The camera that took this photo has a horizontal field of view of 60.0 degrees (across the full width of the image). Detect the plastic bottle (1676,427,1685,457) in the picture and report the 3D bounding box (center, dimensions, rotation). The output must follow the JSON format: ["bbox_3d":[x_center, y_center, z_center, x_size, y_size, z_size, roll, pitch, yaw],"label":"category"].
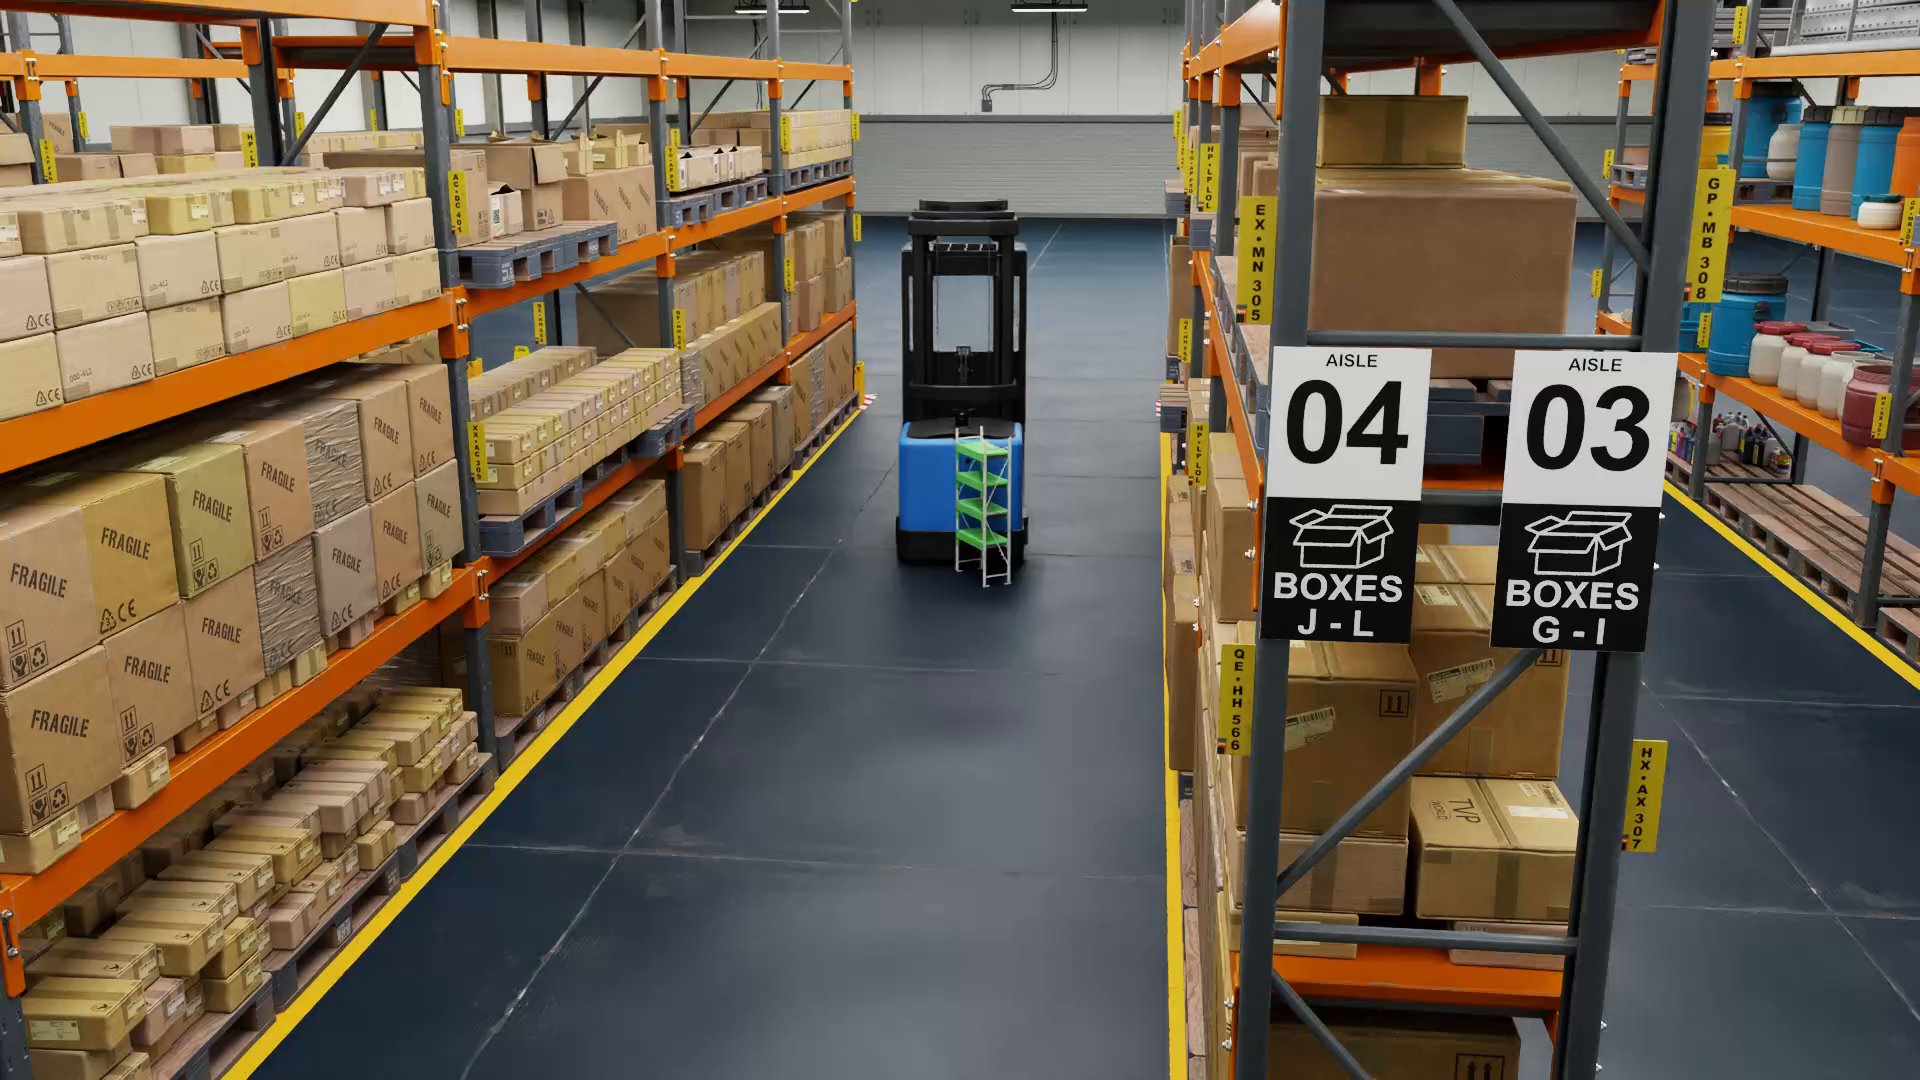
[{"bbox_3d":[7.366,-1.000,16.976,0.061,0.283,0.133,3,15,10],"label":"plastic bottle"}]

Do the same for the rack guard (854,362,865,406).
[{"bbox_3d":[-1.803,-1.986,21.047,1.175,0.500,0.348,2,15,6],"label":"rack guard"}]

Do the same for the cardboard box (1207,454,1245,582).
[{"bbox_3d":[1.386,-0.090,7.531,0.500,0.500,0.500,2,15,6],"label":"cardboard box"}]

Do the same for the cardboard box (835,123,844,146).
[{"bbox_3d":[-1.640,-4.691,19.240,0.500,0.250,0.500,2,15,6],"label":"cardboard box"}]

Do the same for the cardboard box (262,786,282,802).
[{"bbox_3d":[-3.537,1.314,8.144,0.380,0.149,0.250,2,15,9],"label":"cardboard box"}]

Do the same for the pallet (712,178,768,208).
[{"bbox_3d":[-2.311,-3.265,15.610,0.805,0.209,1.217,1,15,4],"label":"pallet"}]

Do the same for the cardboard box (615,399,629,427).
[{"bbox_3d":[-2.455,-0.860,11.203,0.380,0.149,0.250,2,15,8],"label":"cardboard box"}]

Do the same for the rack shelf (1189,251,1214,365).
[{"bbox_3d":[1.983,-1.521,10.171,1.077,0.370,4.000,2,15,6],"label":"rack shelf"}]

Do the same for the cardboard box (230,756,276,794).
[{"bbox_3d":[-3.591,1.165,8.126,0.380,0.149,0.250,2,15,7],"label":"cardboard box"}]

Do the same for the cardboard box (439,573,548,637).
[{"bbox_3d":[-2.814,0.384,10.041,0.500,0.250,0.500,1,15,4],"label":"cardboard box"}]

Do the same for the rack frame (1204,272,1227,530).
[{"bbox_3d":[1.757,0.099,8.551,1.000,3.000,0.127,2,15,6],"label":"rack frame"}]

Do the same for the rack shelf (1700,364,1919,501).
[{"bbox_3d":[7.356,-0.964,13.860,1.077,0.370,4.000,2,15,6],"label":"rack shelf"}]

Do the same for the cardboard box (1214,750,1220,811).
[{"bbox_3d":[1.133,0.890,6.104,0.380,0.149,0.250,1,15,5],"label":"cardboard box"}]

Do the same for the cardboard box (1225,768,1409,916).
[{"bbox_3d":[1.097,0.931,5.189,0.500,0.250,0.500,1,15,5],"label":"cardboard box"}]

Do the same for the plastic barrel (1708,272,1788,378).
[{"bbox_3d":[7.237,-1.981,15.282,0.600,0.901,0.708,2,15,6],"label":"plastic barrel"}]

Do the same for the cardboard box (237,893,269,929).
[{"bbox_3d":[-3.198,1.595,7.104,0.380,0.149,0.250,1,15,4],"label":"cardboard box"}]

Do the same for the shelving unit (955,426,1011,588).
[{"bbox_3d":[0.184,-0.273,13.371,0.258,1.200,0.503,-7,17,-25],"label":"shelving unit"}]

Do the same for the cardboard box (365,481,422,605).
[{"bbox_3d":[-2.993,0.003,8.143,0.500,0.500,0.500,1,15,5],"label":"cardboard box"}]

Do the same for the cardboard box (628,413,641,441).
[{"bbox_3d":[-2.426,-0.786,11.498,0.380,0.149,0.250,1,15,4],"label":"cardboard box"}]

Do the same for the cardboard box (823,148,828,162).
[{"bbox_3d":[-1.679,-4.272,18.453,0.380,0.149,0.250,2,15,7],"label":"cardboard box"}]

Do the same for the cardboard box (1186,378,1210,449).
[{"bbox_3d":[1.883,-0.869,11.938,0.500,0.500,0.500,2,15,8],"label":"cardboard box"}]

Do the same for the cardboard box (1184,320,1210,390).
[{"bbox_3d":[2.193,-1.479,13.388,0.700,0.500,0.500,4,16,15],"label":"cardboard box"}]

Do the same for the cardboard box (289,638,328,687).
[{"bbox_3d":[-3.064,0.536,7.414,0.380,0.149,0.250,2,15,7],"label":"cardboard box"}]

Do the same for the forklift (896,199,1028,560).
[{"bbox_3d":[0.044,-1.581,14.893,1.130,2.935,3.031,0,15,1],"label":"forklift"}]

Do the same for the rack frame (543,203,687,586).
[{"bbox_3d":[-2.708,-1.111,13.025,1.000,3.000,0.127,2,15,6],"label":"rack frame"}]

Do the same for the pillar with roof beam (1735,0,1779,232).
[{"bbox_3d":[17.765,-13.173,46.137,9.100,9.000,0.548,2,15,6],"label":"pillar with roof beam"}]

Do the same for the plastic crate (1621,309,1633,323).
[{"bbox_3d":[7.612,-2.518,18.732,0.298,0.136,0.250,2,15,6],"label":"plastic crate"}]

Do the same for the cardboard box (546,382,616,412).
[{"bbox_3d":[-2.486,-0.936,10.915,0.380,0.149,0.250,2,15,8],"label":"cardboard box"}]

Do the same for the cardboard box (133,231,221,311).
[{"bbox_3d":[-3.177,-1.025,6.291,0.500,0.250,0.500,2,15,7],"label":"cardboard box"}]

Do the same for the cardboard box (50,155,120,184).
[{"bbox_3d":[-7.521,-2.972,13.970,0.700,0.500,0.500,2,15,6],"label":"cardboard box"}]

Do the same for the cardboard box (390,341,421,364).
[{"bbox_3d":[-6.686,-2.061,19.565,0.500,0.500,0.500,1,15,5],"label":"cardboard box"}]

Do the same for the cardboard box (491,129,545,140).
[{"bbox_3d":[-3.086,-2.746,11.668,0.396,0.266,0.258,2,15,6],"label":"cardboard box"}]

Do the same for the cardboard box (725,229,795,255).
[{"bbox_3d":[-2.235,-2.983,17.591,0.875,0.550,0.550,2,15,6],"label":"cardboard box"}]

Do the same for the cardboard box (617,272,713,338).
[{"bbox_3d":[-2.536,-2.023,14.288,0.700,0.500,0.500,1,15,5],"label":"cardboard box"}]

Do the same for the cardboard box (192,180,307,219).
[{"bbox_3d":[-3.044,-1.458,7.125,0.380,0.149,0.250,2,15,6],"label":"cardboard box"}]

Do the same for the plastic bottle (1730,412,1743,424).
[{"bbox_3d":[8.175,-1.169,17.469,0.144,0.351,0.185,2,15,9],"label":"plastic bottle"}]

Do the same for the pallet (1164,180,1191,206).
[{"bbox_3d":[2.484,-3.177,15.276,1.213,0.211,1.003,2,15,6],"label":"pallet"}]

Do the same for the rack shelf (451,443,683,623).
[{"bbox_3d":[-2.934,-0.245,11.200,1.077,0.370,4.000,2,15,6],"label":"rack shelf"}]

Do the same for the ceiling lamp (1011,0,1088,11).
[{"bbox_3d":[2.369,-15.432,43.309,2.000,3.185,0.800,2,15,6],"label":"ceiling lamp"}]

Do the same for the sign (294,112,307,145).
[{"bbox_3d":[-6.635,-4.140,16.736,0.100,0.325,0.005,2,15,6],"label":"sign"}]

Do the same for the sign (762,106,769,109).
[{"bbox_3d":[-2.356,-5.112,20.248,0.100,0.325,0.005,2,15,6],"label":"sign"}]

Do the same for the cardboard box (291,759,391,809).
[{"bbox_3d":[-2.997,1.183,8.059,0.380,0.149,0.250,1,15,4],"label":"cardboard box"}]

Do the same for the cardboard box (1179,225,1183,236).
[{"bbox_3d":[2.550,-3.035,17.462,0.500,0.500,0.500,2,15,6],"label":"cardboard box"}]

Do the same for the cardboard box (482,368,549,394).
[{"bbox_3d":[-3.072,-1.093,11.496,0.380,0.149,0.250,2,15,9],"label":"cardboard box"}]

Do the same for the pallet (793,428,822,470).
[{"bbox_3d":[-2.093,-0.997,17.946,1.003,0.211,1.213,2,15,6],"label":"pallet"}]

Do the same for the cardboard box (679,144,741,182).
[{"bbox_3d":[-2.236,-3.343,14.708,0.500,0.311,0.500,1,15,4],"label":"cardboard box"}]

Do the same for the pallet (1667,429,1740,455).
[{"bbox_3d":[7.834,-0.975,17.862,1.003,0.211,1.213,2,15,6],"label":"pallet"}]

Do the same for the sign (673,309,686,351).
[{"bbox_3d":[-2.168,-1.618,12.834,0.100,0.325,0.005,2,15,6],"label":"sign"}]

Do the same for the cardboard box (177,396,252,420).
[{"bbox_3d":[-3.584,-0.374,7.620,0.500,0.500,0.500,2,15,7],"label":"cardboard box"}]

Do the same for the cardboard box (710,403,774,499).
[{"bbox_3d":[-2.350,-0.852,15.570,1.050,0.750,0.750,2,15,6],"label":"cardboard box"}]

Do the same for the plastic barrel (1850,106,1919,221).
[{"bbox_3d":[7.592,-3.043,13.461,0.600,0.901,0.708,2,15,6],"label":"plastic barrel"}]

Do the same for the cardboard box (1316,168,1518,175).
[{"bbox_3d":[1.505,-1.026,5.774,0.700,0.500,0.500,1,15,2],"label":"cardboard box"}]

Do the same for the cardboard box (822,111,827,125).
[{"bbox_3d":[-1.678,-4.656,18.344,0.380,0.149,0.250,2,15,7],"label":"cardboard box"}]

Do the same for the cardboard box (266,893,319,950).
[{"bbox_3d":[-3.078,1.682,7.353,0.380,0.149,0.250,1,15,4],"label":"cardboard box"}]

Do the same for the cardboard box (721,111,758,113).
[{"bbox_3d":[-2.389,-4.543,17.927,0.380,0.149,0.250,2,15,6],"label":"cardboard box"}]

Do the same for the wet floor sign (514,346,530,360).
[{"bbox_3d":[-5.651,-2.187,21.513,0.267,0.644,0.232,7,17,25],"label":"wet floor sign"}]

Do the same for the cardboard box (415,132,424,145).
[{"bbox_3d":[-6.558,-4.788,19.831,0.380,0.149,0.250,2,15,6],"label":"cardboard box"}]
